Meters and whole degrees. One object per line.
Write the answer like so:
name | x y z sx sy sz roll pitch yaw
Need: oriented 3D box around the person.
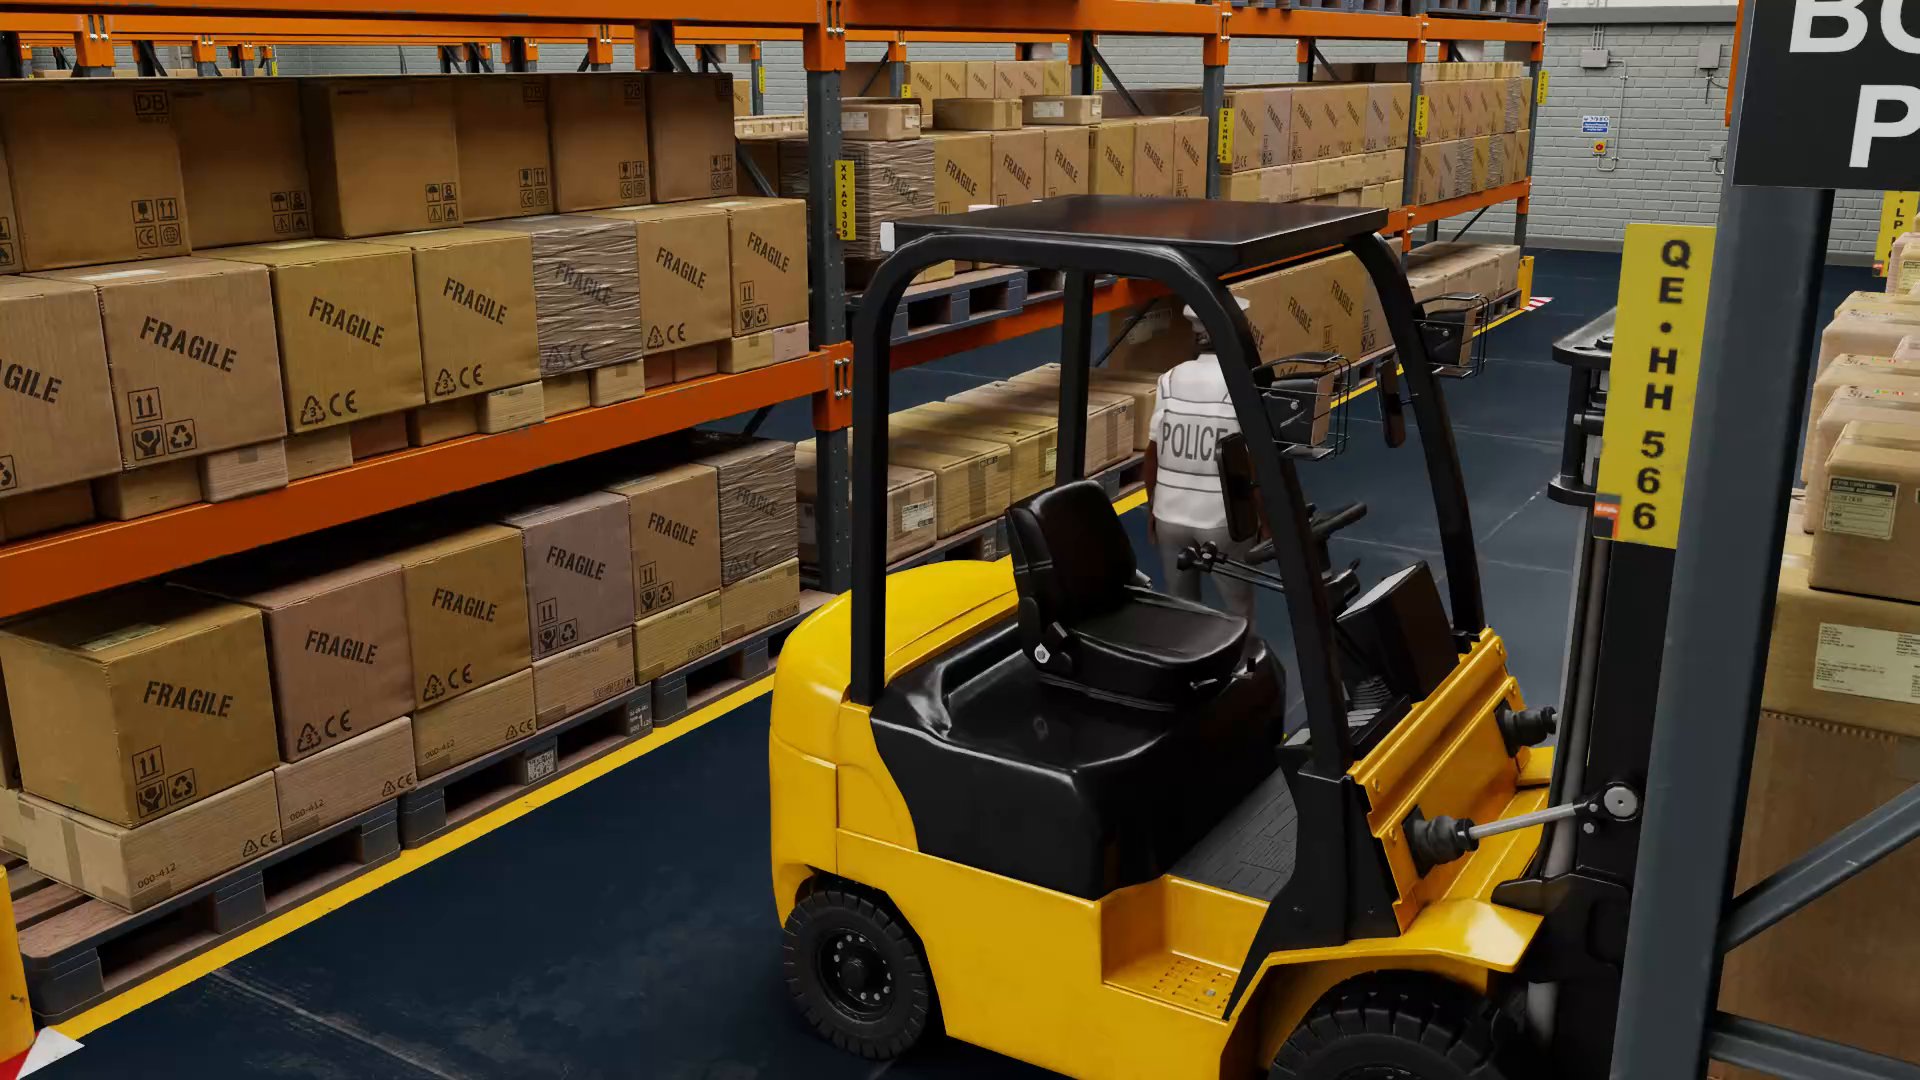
person | 0.948 -0.073 6.287 0.517 1.657 0.417 9 19 29
